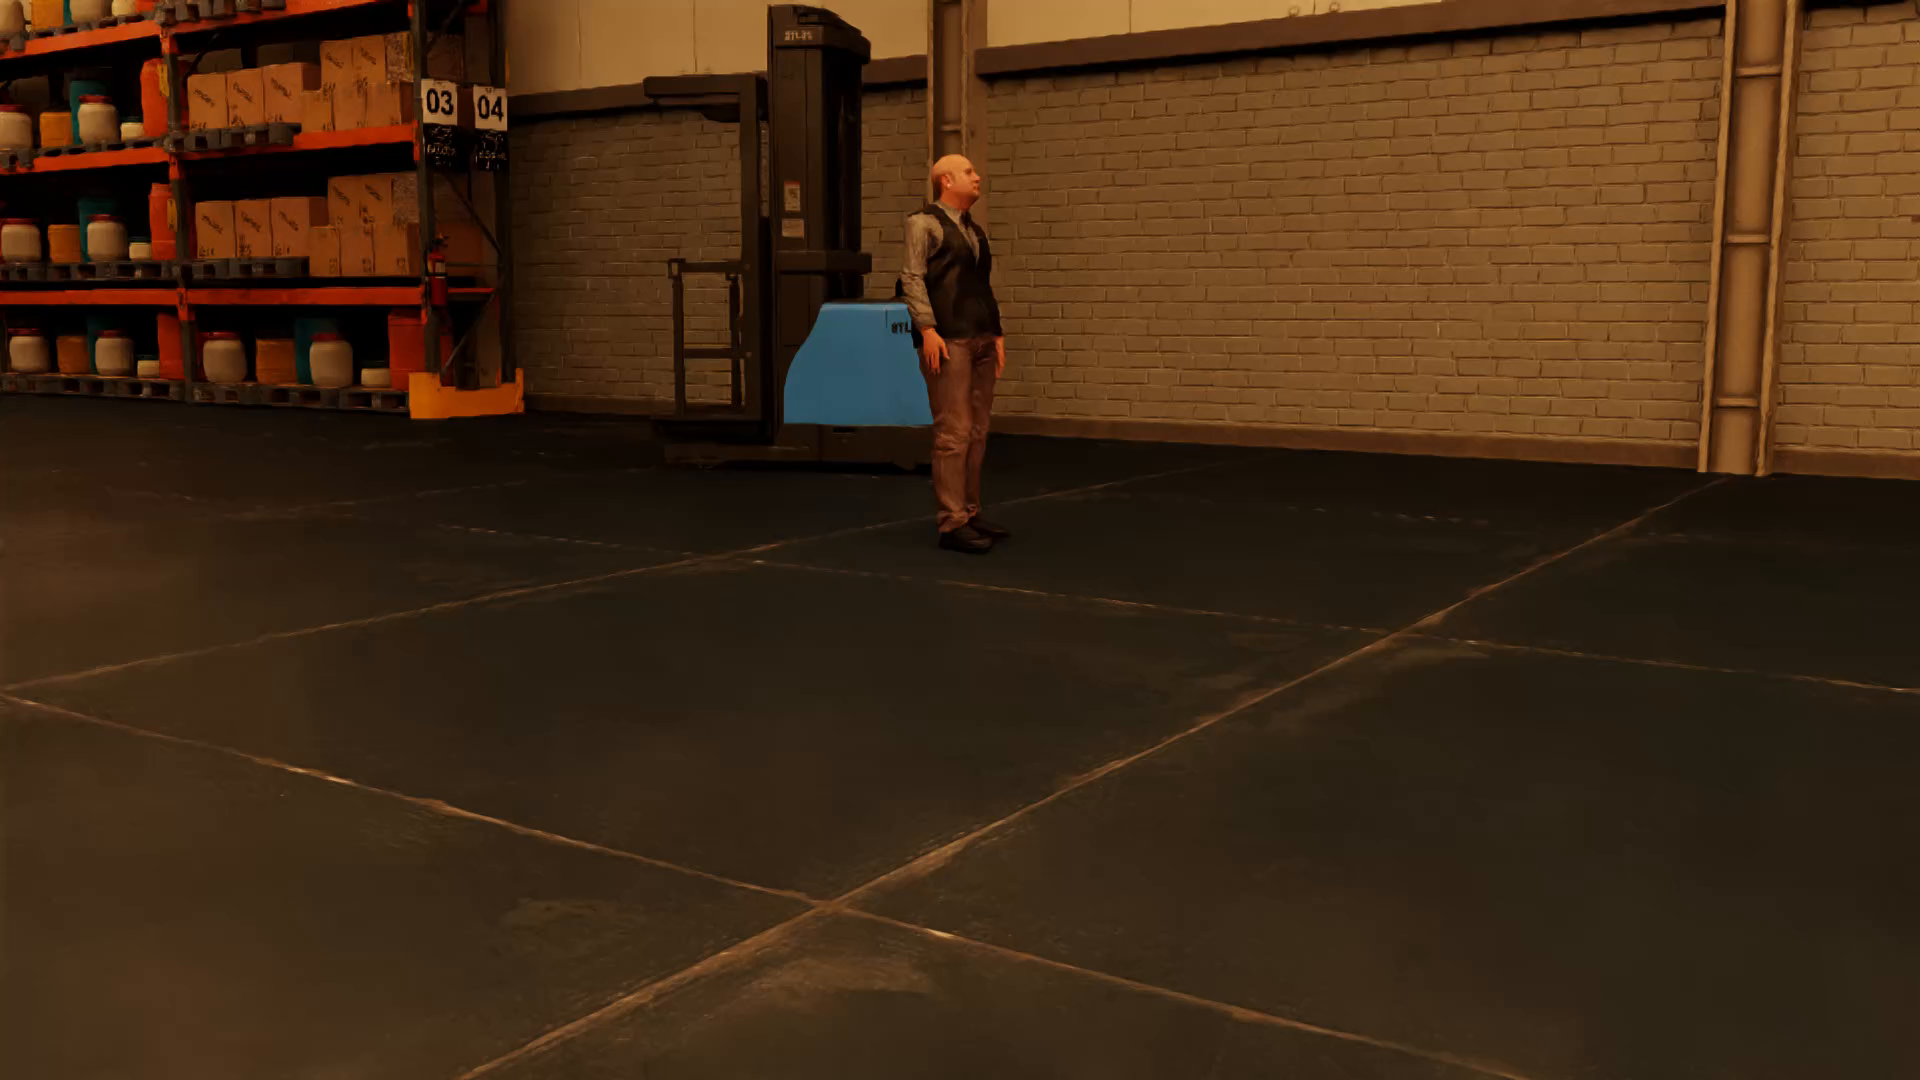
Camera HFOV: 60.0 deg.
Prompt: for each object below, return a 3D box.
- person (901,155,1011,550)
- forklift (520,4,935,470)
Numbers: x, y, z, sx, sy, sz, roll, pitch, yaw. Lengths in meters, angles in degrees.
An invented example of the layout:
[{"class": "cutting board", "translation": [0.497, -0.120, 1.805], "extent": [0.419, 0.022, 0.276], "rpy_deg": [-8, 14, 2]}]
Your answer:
[{"class": "person", "translation": [0.047, -0.854, 7.440], "extent": [0.567, 1.720, 0.632], "rpy_deg": [5, 10, 34]}, {"class": "forklift", "translation": [-1.449, -1.980, 11.114], "extent": [3.031, 2.935, 1.130], "rpy_deg": [2, 8, 14]}]
